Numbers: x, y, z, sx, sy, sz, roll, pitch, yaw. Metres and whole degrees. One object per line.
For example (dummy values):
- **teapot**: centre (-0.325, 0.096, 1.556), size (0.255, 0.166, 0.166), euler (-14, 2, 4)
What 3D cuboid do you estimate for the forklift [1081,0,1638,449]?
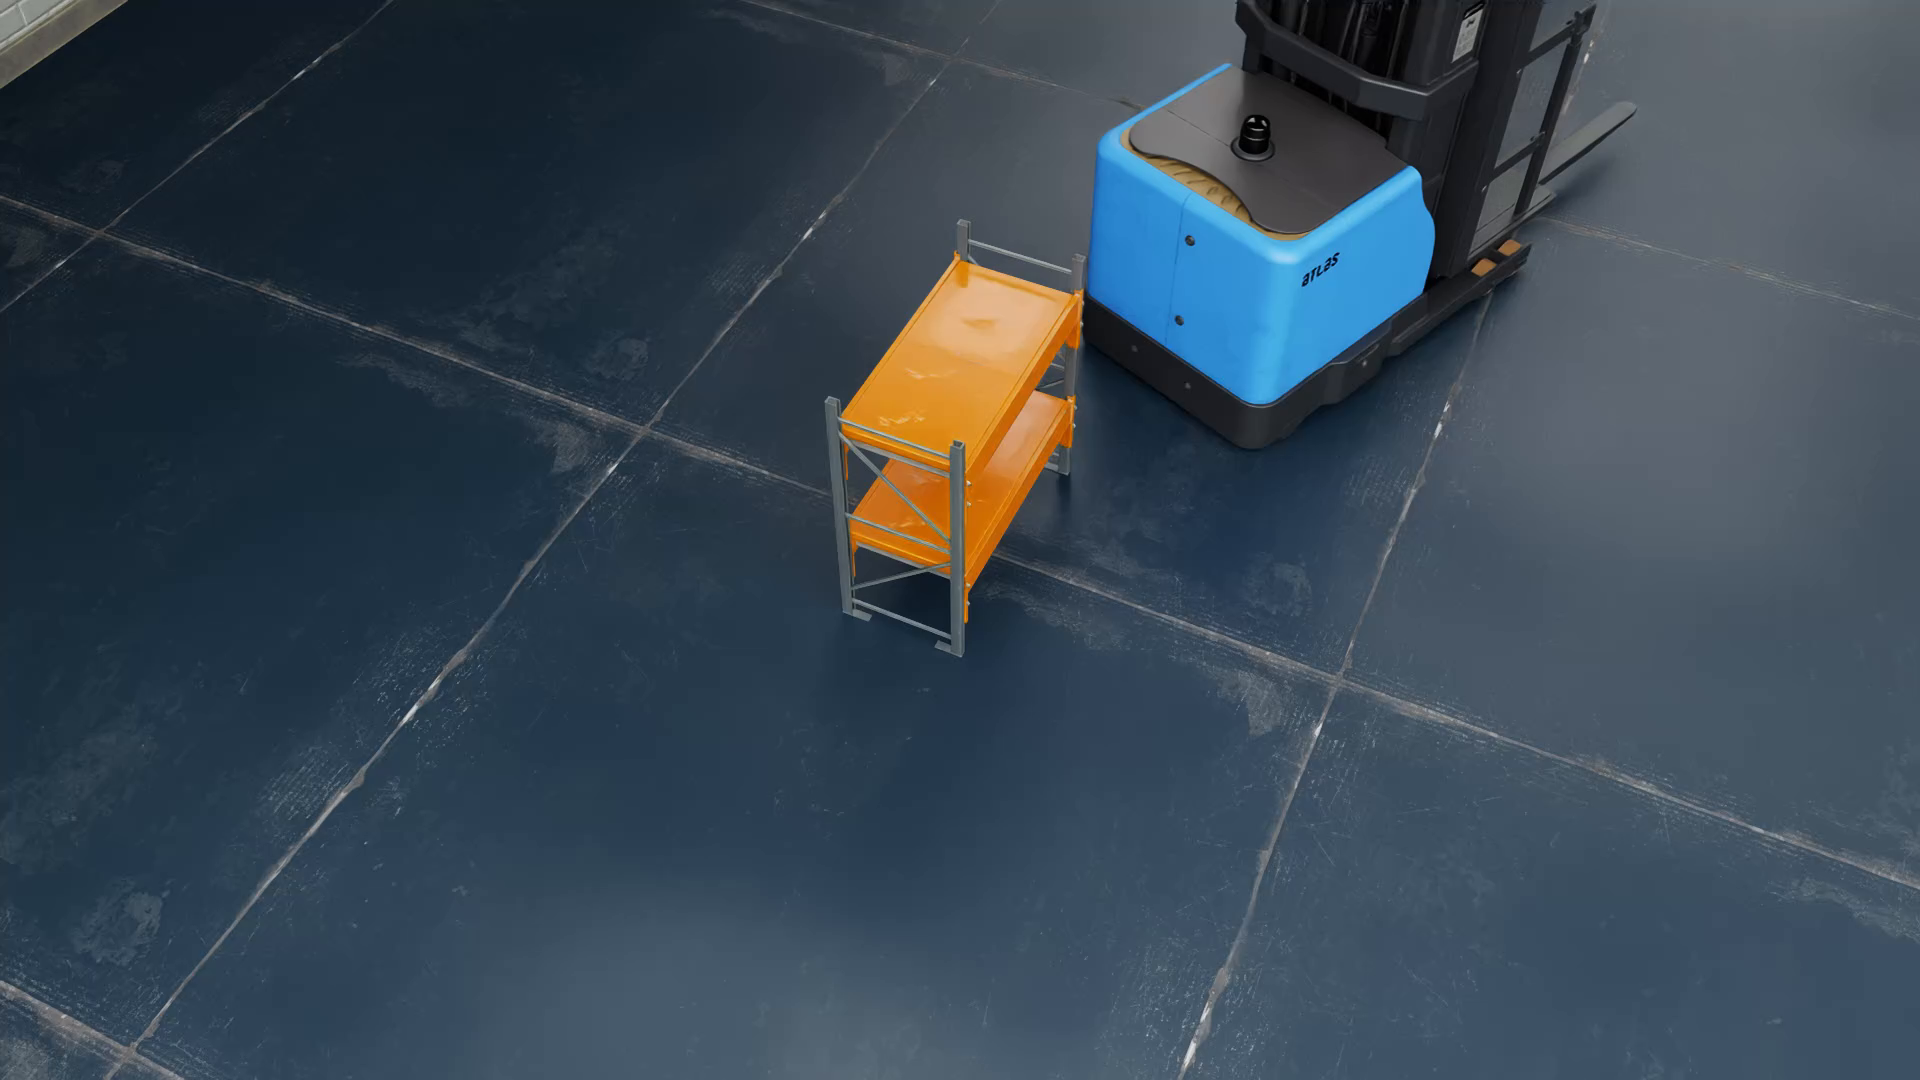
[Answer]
- **forklift**: centre (1.947, -2.315, 6.611), size (3.031, 2.935, 1.130), euler (-35, 58, -26)

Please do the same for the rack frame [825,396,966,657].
- **rack frame**: centre (-0.214, -0.019, 5.843), size (0.500, 1.125, 0.032), euler (20, 52, 16)

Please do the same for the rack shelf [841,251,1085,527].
- **rack shelf**: centre (0.003, -0.559, 5.918), size (0.538, 0.278, 1.000), euler (20, 52, 16)

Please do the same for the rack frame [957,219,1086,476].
- **rack frame**: centre (0.220, -0.719, 6.439), size (0.500, 1.125, 0.032), euler (20, 52, 16)

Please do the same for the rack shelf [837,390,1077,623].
- **rack shelf**: centre (0.003, -0.211, 6.327), size (0.538, 0.278, 1.000), euler (20, 52, 16)

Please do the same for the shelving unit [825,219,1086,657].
- **shelving unit**: centre (0.003, -0.369, 6.141), size (0.538, 1.125, 1.048), euler (20, 52, 16)
